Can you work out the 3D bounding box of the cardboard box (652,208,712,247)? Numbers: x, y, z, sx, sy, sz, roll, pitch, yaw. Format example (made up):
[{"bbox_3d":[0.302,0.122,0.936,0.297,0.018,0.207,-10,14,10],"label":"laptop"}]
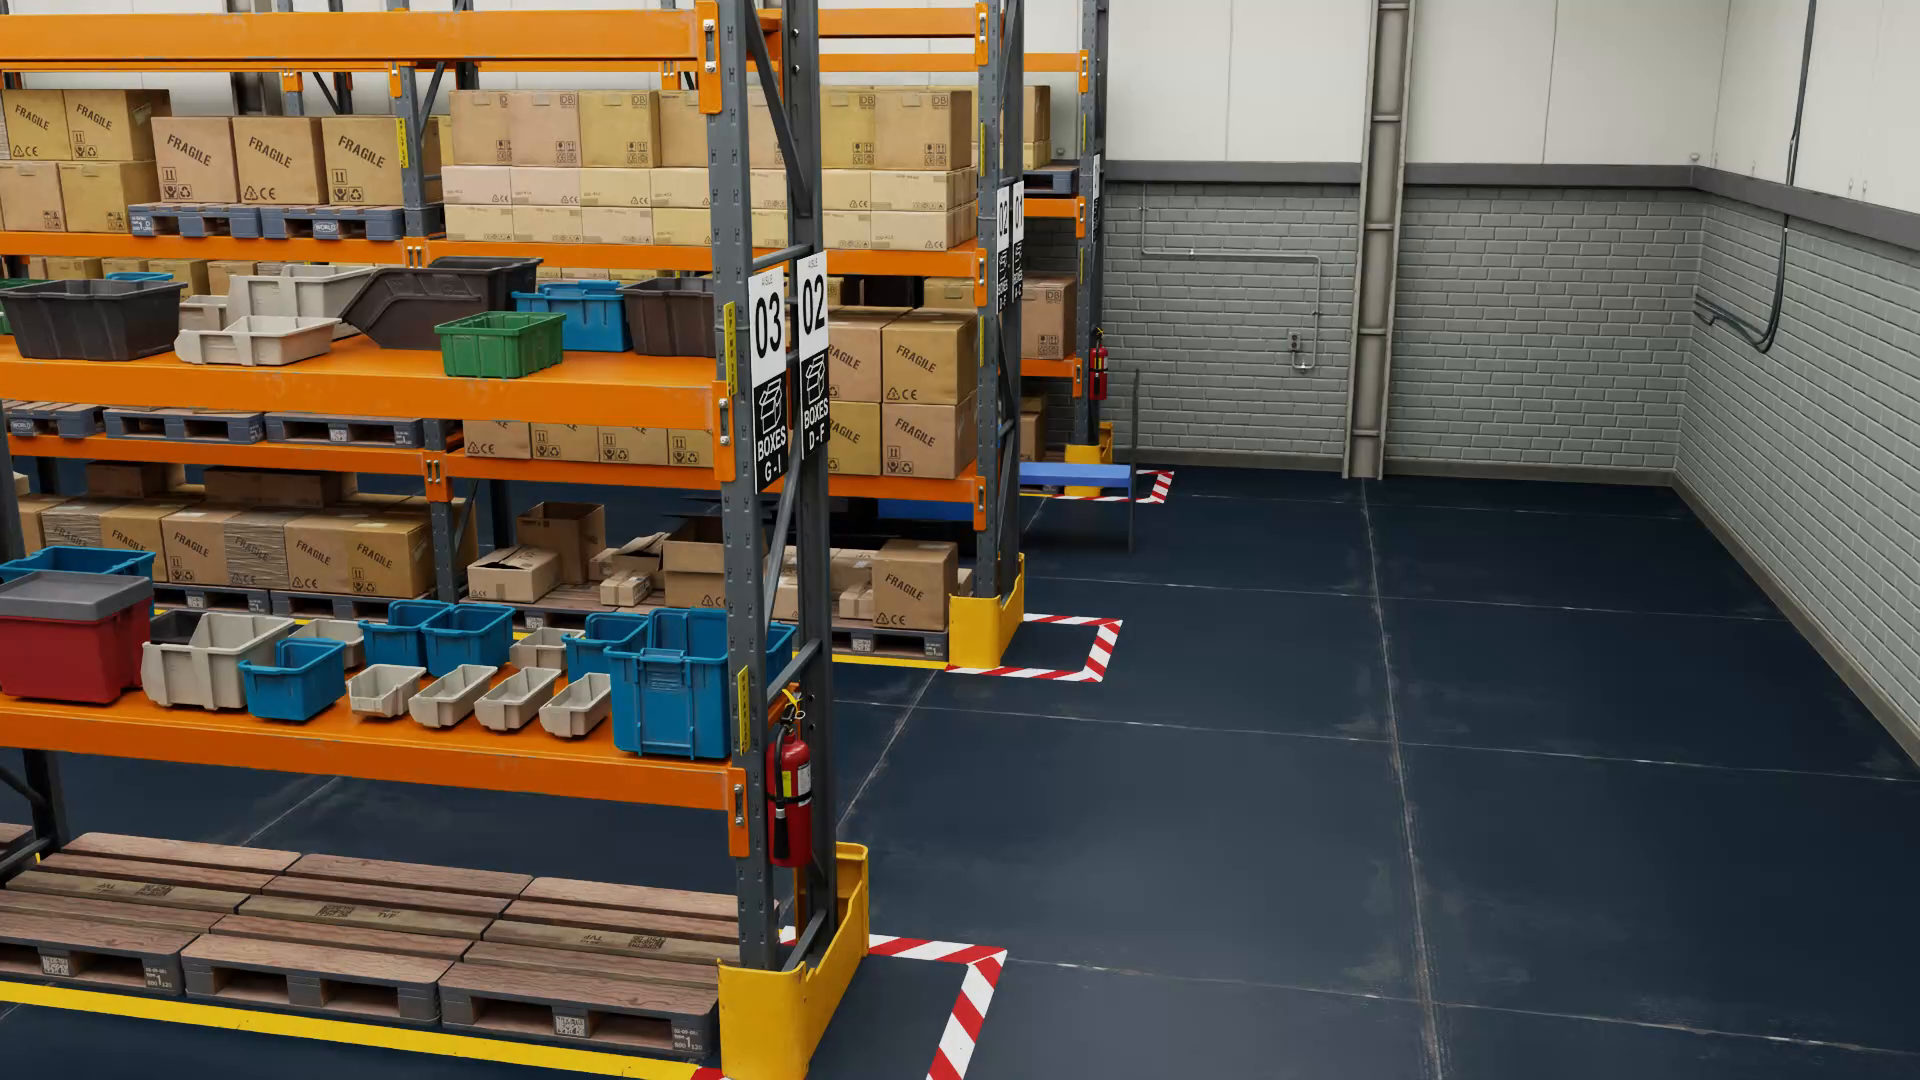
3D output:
[{"bbox_3d":[-1.750,-2.135,11.243,0.500,0.250,0.500,3,16,11],"label":"cardboard box"}]

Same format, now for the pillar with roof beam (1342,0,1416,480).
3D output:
[{"bbox_3d":[3.217,-3.864,11.584,0.400,9.000,9.100,3,16,11],"label":"pillar with roof beam"}]

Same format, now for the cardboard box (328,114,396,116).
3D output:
[{"bbox_3d":[-6.105,-4.137,17.178,0.500,0.500,0.700,2,16,7],"label":"cardboard box"}]

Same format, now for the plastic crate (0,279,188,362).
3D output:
[{"bbox_3d":[-3.474,-0.882,6.683,0.590,0.269,0.497,3,16,11],"label":"plastic crate"}]

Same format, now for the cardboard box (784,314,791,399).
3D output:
[{"bbox_3d":[-1.222,-1.255,11.343,0.500,0.500,0.500,4,16,13],"label":"cardboard box"}]

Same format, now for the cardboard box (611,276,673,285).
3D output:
[{"bbox_3d":[-3.165,-2.389,16.715,0.500,0.500,0.500,3,16,10],"label":"cardboard box"}]

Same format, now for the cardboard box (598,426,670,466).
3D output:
[{"bbox_3d":[-2.209,-0.829,11.679,0.500,0.500,0.500,3,16,11],"label":"cardboard box"}]

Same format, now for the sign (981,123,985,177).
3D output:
[{"bbox_3d":[0.143,-2.448,10.434,0.005,0.325,0.100,3,16,11],"label":"sign"}]

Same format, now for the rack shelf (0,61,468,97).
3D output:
[{"bbox_3d":[-5.606,-3.391,11.974,4.000,0.370,1.077,3,16,11],"label":"rack shelf"}]

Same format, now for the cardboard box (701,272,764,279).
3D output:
[{"bbox_3d":[-2.134,-2.340,16.760,0.700,0.700,0.980,3,16,12],"label":"cardboard box"}]

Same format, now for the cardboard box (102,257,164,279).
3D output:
[{"bbox_3d":[-8.813,-2.820,18.043,0.500,0.500,0.700,5,16,19],"label":"cardboard box"}]

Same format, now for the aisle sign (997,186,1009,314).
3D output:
[{"bbox_3d":[0.279,-1.889,10.823,0.004,0.787,0.394,3,16,11],"label":"aisle sign"}]

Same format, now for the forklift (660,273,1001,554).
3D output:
[{"bbox_3d":[-1.064,-1.452,14.244,3.031,2.935,1.130,2,16,8],"label":"forklift"}]

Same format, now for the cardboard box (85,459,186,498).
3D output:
[{"bbox_3d":[-6.547,-0.524,13.219,0.500,0.250,0.500,4,16,13],"label":"cardboard box"}]

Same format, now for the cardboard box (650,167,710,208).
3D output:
[{"bbox_3d":[-1.751,-2.374,11.169,0.500,0.250,0.500,3,16,11],"label":"cardboard box"}]

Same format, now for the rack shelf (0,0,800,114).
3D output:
[{"bbox_3d":[-2.677,-1.883,6.528,4.000,0.370,1.077,3,16,11],"label":"rack shelf"}]

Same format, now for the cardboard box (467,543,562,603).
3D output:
[{"bbox_3d":[-3.278,0.230,12.256,0.500,0.311,0.500,3,16,11],"label":"cardboard box"}]

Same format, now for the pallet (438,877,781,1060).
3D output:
[{"bbox_3d":[-1.518,1.865,7.363,1.213,0.211,1.003,3,16,11],"label":"pallet"}]

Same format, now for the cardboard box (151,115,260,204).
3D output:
[{"bbox_3d":[-5.433,-2.794,12.178,0.600,0.600,0.600,2,16,9],"label":"cardboard box"}]

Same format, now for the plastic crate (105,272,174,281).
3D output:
[{"bbox_3d":[-3.681,-1.037,7.312,0.300,0.233,0.416,3,16,11],"label":"plastic crate"}]

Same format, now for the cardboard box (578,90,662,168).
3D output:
[{"bbox_3d":[-2.209,-2.804,11.316,0.500,0.500,0.700,3,16,11],"label":"cardboard box"}]

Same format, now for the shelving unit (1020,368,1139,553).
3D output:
[{"bbox_3d":[0.974,-0.695,14.191,1.048,1.500,0.538,2,16,8],"label":"shelving unit"}]

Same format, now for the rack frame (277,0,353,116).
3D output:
[{"bbox_3d":[-6.583,-5.333,16.887,0.127,3.000,1.000,3,16,11],"label":"rack frame"}]

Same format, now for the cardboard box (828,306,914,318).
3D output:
[{"bbox_3d":[-0.623,-1.369,11.753,0.500,0.500,0.500,3,16,12],"label":"cardboard box"}]

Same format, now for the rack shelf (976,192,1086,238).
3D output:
[{"bbox_3d":[-0.703,-3.221,16.231,4.000,0.370,1.077,3,16,11],"label":"rack shelf"}]

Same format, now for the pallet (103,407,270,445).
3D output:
[{"bbox_3d":[-5.659,-0.951,12.666,1.213,0.211,1.003,3,16,11],"label":"pallet"}]

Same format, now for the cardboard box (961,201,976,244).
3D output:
[{"bbox_3d":[-0.179,-2.187,11.431,0.500,0.250,0.500,3,16,11],"label":"cardboard box"}]

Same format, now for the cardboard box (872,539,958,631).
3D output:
[{"bbox_3d":[-0.308,0.308,11.620,0.500,0.500,0.500,3,16,11],"label":"cardboard box"}]

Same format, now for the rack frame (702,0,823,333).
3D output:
[{"bbox_3d":[-0.717,-2.316,5.995,0.127,3.000,1.000,3,16,11],"label":"rack frame"}]

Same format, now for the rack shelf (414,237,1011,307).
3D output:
[{"bbox_3d":[-1.686,-1.925,11.552,4.000,0.370,1.077,3,16,11],"label":"rack shelf"}]

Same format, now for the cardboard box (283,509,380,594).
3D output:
[{"bbox_3d":[-4.670,0.080,12.443,0.500,0.500,0.500,3,16,11],"label":"cardboard box"}]

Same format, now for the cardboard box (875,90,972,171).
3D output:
[{"bbox_3d":[-0.233,-2.719,11.009,0.500,0.500,0.700,3,16,11],"label":"cardboard box"}]

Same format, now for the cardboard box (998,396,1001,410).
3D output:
[{"bbox_3d":[0.389,-1.297,16.235,0.250,0.149,0.380,3,16,10],"label":"cardboard box"}]

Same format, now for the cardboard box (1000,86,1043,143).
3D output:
[{"bbox_3d":[0.485,-3.969,15.485,0.500,0.500,0.500,3,16,11],"label":"cardboard box"}]

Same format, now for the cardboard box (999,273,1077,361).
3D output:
[{"bbox_3d":[0.755,-2.185,16.200,0.700,0.700,0.980,4,16,14],"label":"cardboard box"}]

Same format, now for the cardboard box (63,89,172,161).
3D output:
[{"bbox_3d":[-6.140,-3.042,12.176,0.500,0.500,0.500,3,16,11],"label":"cardboard box"}]

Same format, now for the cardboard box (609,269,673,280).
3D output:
[{"bbox_3d":[-3.171,-2.749,16.612,0.500,0.250,0.500,4,16,12],"label":"cardboard box"}]

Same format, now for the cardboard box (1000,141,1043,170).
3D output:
[{"bbox_3d":[0.487,-3.610,15.592,0.500,0.250,0.500,4,16,13],"label":"cardboard box"}]

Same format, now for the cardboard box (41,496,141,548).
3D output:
[{"bbox_3d":[-6.663,-0.028,12.832,0.500,0.500,0.500,3,16,9],"label":"cardboard box"}]

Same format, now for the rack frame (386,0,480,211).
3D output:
[{"bbox_3d":[-3.646,-3.824,11.440,0.127,3.000,1.000,3,16,11],"label":"rack frame"}]

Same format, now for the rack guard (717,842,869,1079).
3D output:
[{"bbox_3d":[-0.691,1.778,7.137,0.348,0.500,1.175,3,16,11],"label":"rack guard"}]

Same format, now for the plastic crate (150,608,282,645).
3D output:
[{"bbox_3d":[-3.487,0.456,7.631,0.590,0.125,0.437,3,16,11],"label":"plastic crate"}]

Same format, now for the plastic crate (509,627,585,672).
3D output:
[{"bbox_3d":[-1.856,0.500,7.451,0.298,0.136,0.250,3,16,11],"label":"plastic crate"}]

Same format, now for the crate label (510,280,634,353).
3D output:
[{"bbox_3d":[-1.557,-0.932,6.897,0.502,0.251,0.408,3,16,11],"label":"crate label"}]

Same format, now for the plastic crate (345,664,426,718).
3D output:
[{"bbox_3d":[-2.405,0.639,6.948,0.250,0.136,0.298,3,16,11],"label":"plastic crate"}]

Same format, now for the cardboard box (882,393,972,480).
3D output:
[{"bbox_3d":[-0.220,-0.721,11.288,0.500,0.500,0.500,4,16,13],"label":"cardboard box"}]

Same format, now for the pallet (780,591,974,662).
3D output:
[{"bbox_3d":[-0.582,0.578,12.012,1.213,0.211,1.003,3,16,11],"label":"pallet"}]

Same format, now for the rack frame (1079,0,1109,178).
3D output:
[{"bbox_3d":[1.257,-4.907,15.351,0.127,3.000,1.000,3,16,11],"label":"rack frame"}]

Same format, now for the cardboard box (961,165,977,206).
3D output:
[{"bbox_3d":[-0.178,-2.430,11.370,0.500,0.250,0.500,3,16,11],"label":"cardboard box"}]

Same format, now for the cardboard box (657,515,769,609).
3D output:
[{"bbox_3d":[-1.804,0.157,12.160,0.637,0.503,0.797,3,16,11],"label":"cardboard box"}]

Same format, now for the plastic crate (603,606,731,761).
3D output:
[{"bbox_3d":[-1.083,0.561,6.671,0.499,0.435,0.616,3,16,11],"label":"plastic crate"}]

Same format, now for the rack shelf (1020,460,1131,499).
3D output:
[{"bbox_3d":[0.974,-0.522,14.239,1.000,0.185,0.538,2,16,8],"label":"rack shelf"}]

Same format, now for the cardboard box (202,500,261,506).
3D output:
[{"bbox_3d":[-5.580,-0.111,13.132,0.500,0.500,0.500,3,16,9],"label":"cardboard box"}]

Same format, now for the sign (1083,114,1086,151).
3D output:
[{"bbox_3d":[1.135,-3.709,15.134,0.005,0.325,0.100,3,16,11],"label":"sign"}]

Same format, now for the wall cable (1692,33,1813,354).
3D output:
[{"bbox_3d":[6.728,-3.017,14.342,0.112,2.526,3.097,3,16,11],"label":"wall cable"}]
